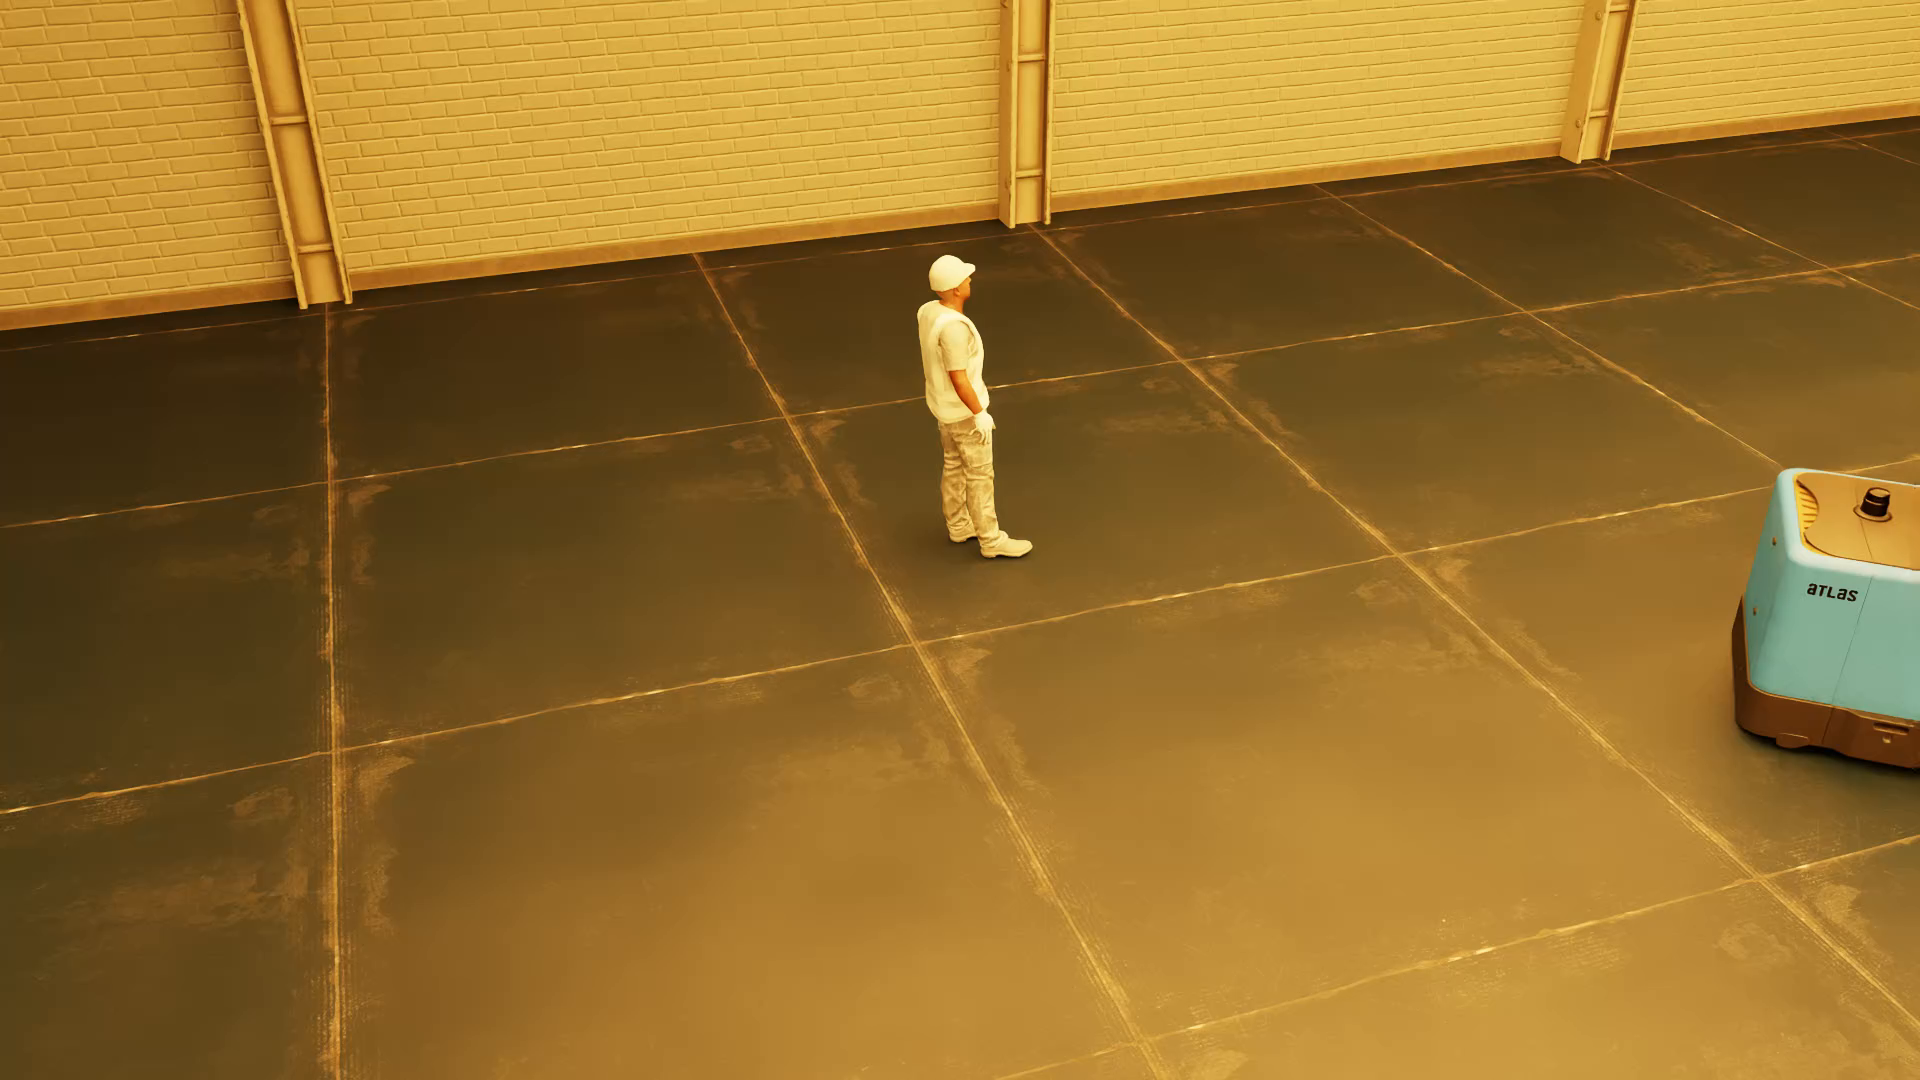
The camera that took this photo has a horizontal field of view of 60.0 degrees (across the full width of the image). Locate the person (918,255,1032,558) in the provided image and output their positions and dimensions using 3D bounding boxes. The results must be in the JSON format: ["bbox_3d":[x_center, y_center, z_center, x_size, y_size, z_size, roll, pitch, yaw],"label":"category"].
[{"bbox_3d":[0.071,-0.786,9.590,0.577,1.782,0.656,-10,31,-16],"label":"person"}]

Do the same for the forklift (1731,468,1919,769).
[{"bbox_3d":[5.453,-0.245,7.513,3.031,2.935,1.130,10,32,18],"label":"forklift"}]
